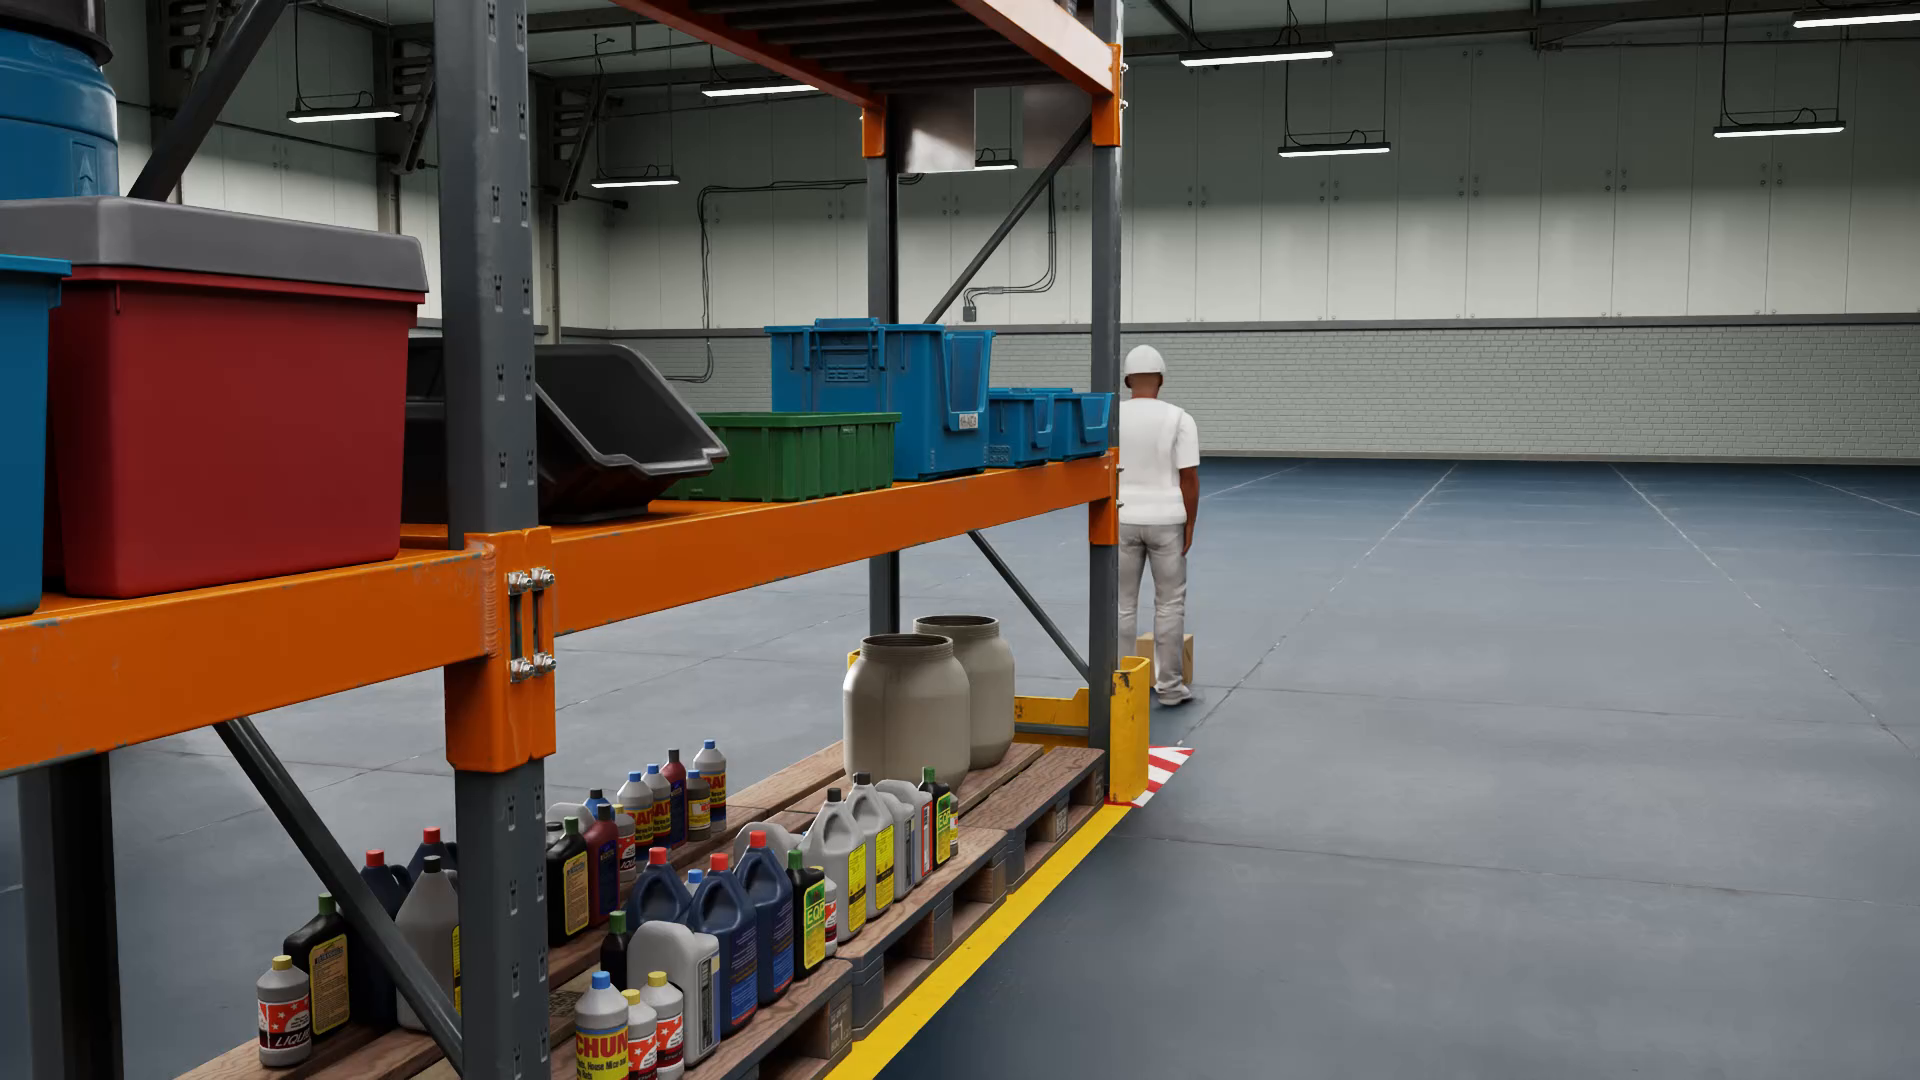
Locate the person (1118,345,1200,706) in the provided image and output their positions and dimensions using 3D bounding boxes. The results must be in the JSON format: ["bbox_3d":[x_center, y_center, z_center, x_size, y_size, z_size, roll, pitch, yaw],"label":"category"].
[{"bbox_3d":[0.912,-0.076,8.235,0.563,1.761,0.358,2,5,20],"label":"person"}]
